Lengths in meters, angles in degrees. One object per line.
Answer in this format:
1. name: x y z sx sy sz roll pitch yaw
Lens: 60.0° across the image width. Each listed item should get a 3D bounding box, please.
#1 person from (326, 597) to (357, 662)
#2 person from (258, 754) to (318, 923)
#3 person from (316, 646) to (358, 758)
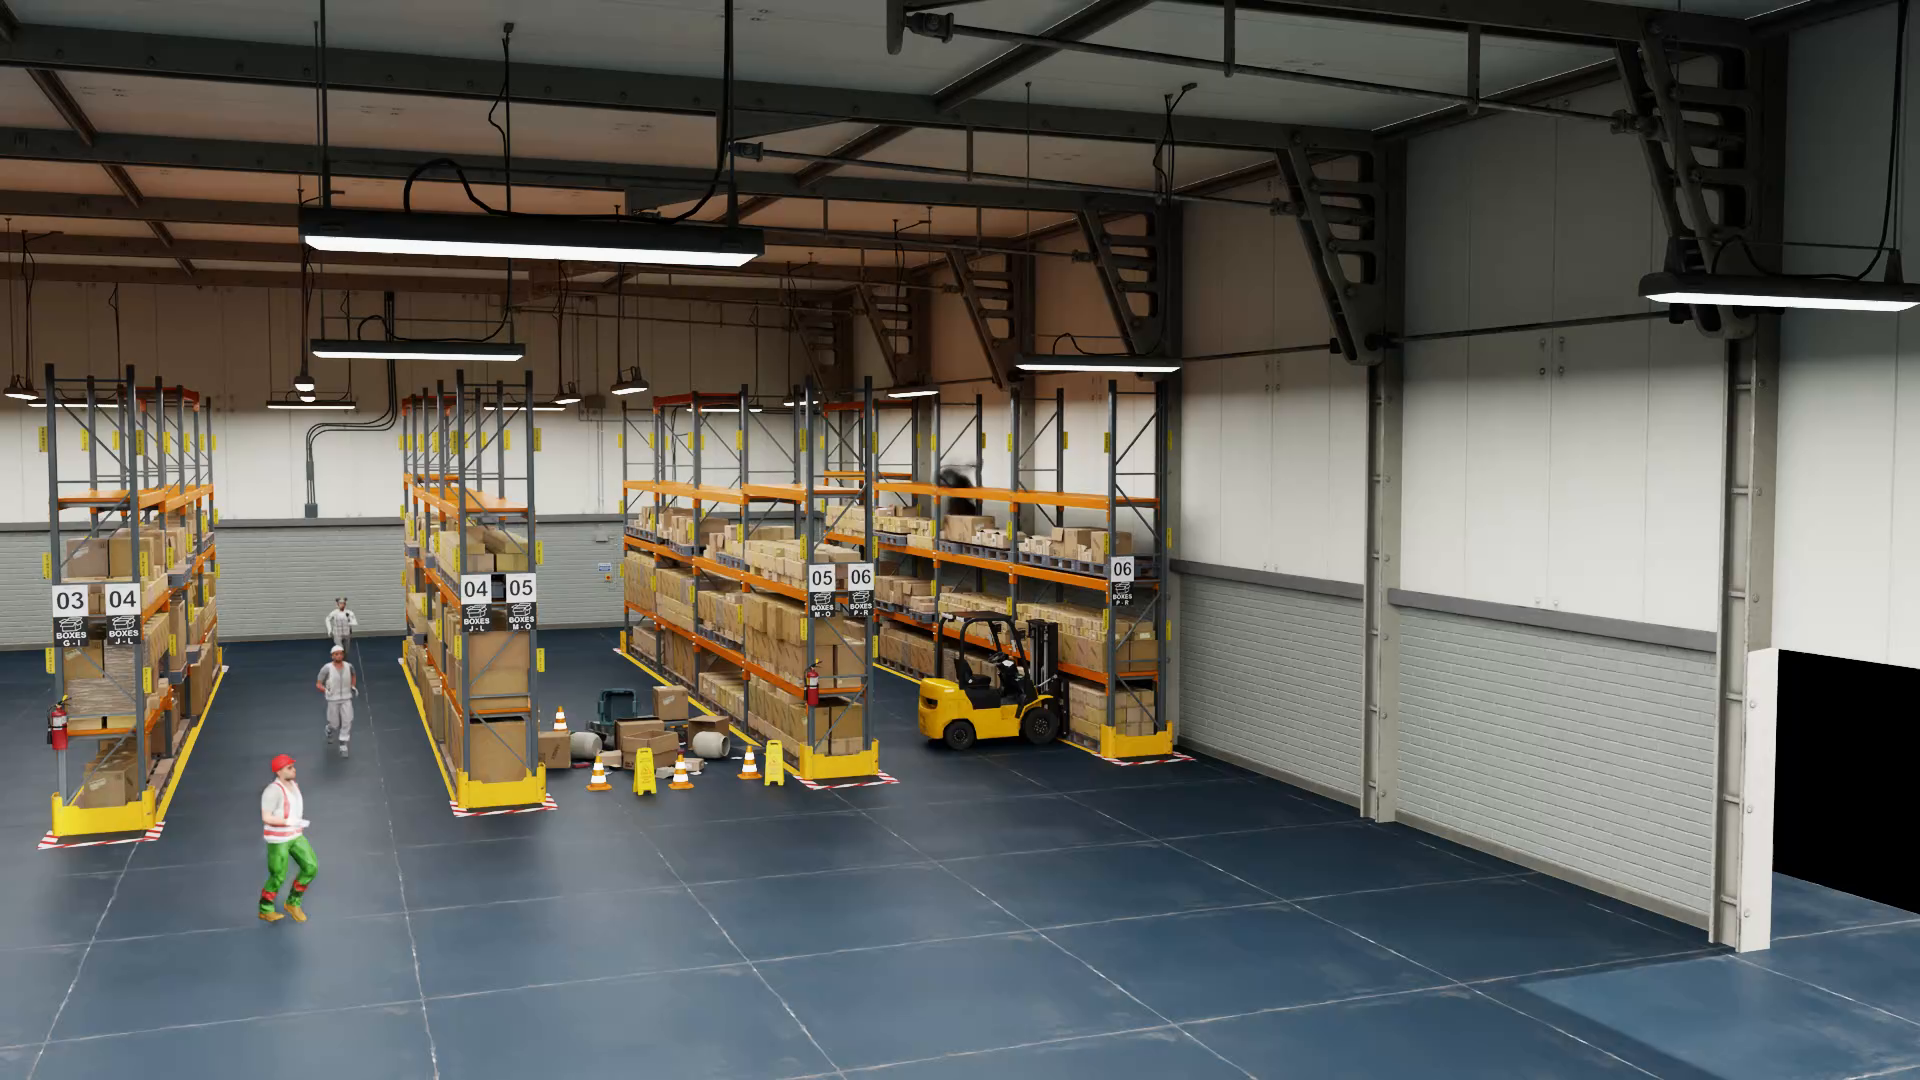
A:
1. person: -13.188 2.039 35.493 0.596 1.658 0.879 -2 4 -29
2. person: -6.975 3.112 17.223 0.715 1.794 0.640 1 3 16
3. person: -9.930 2.566 26.573 0.656 1.772 0.878 -3 4 -37
